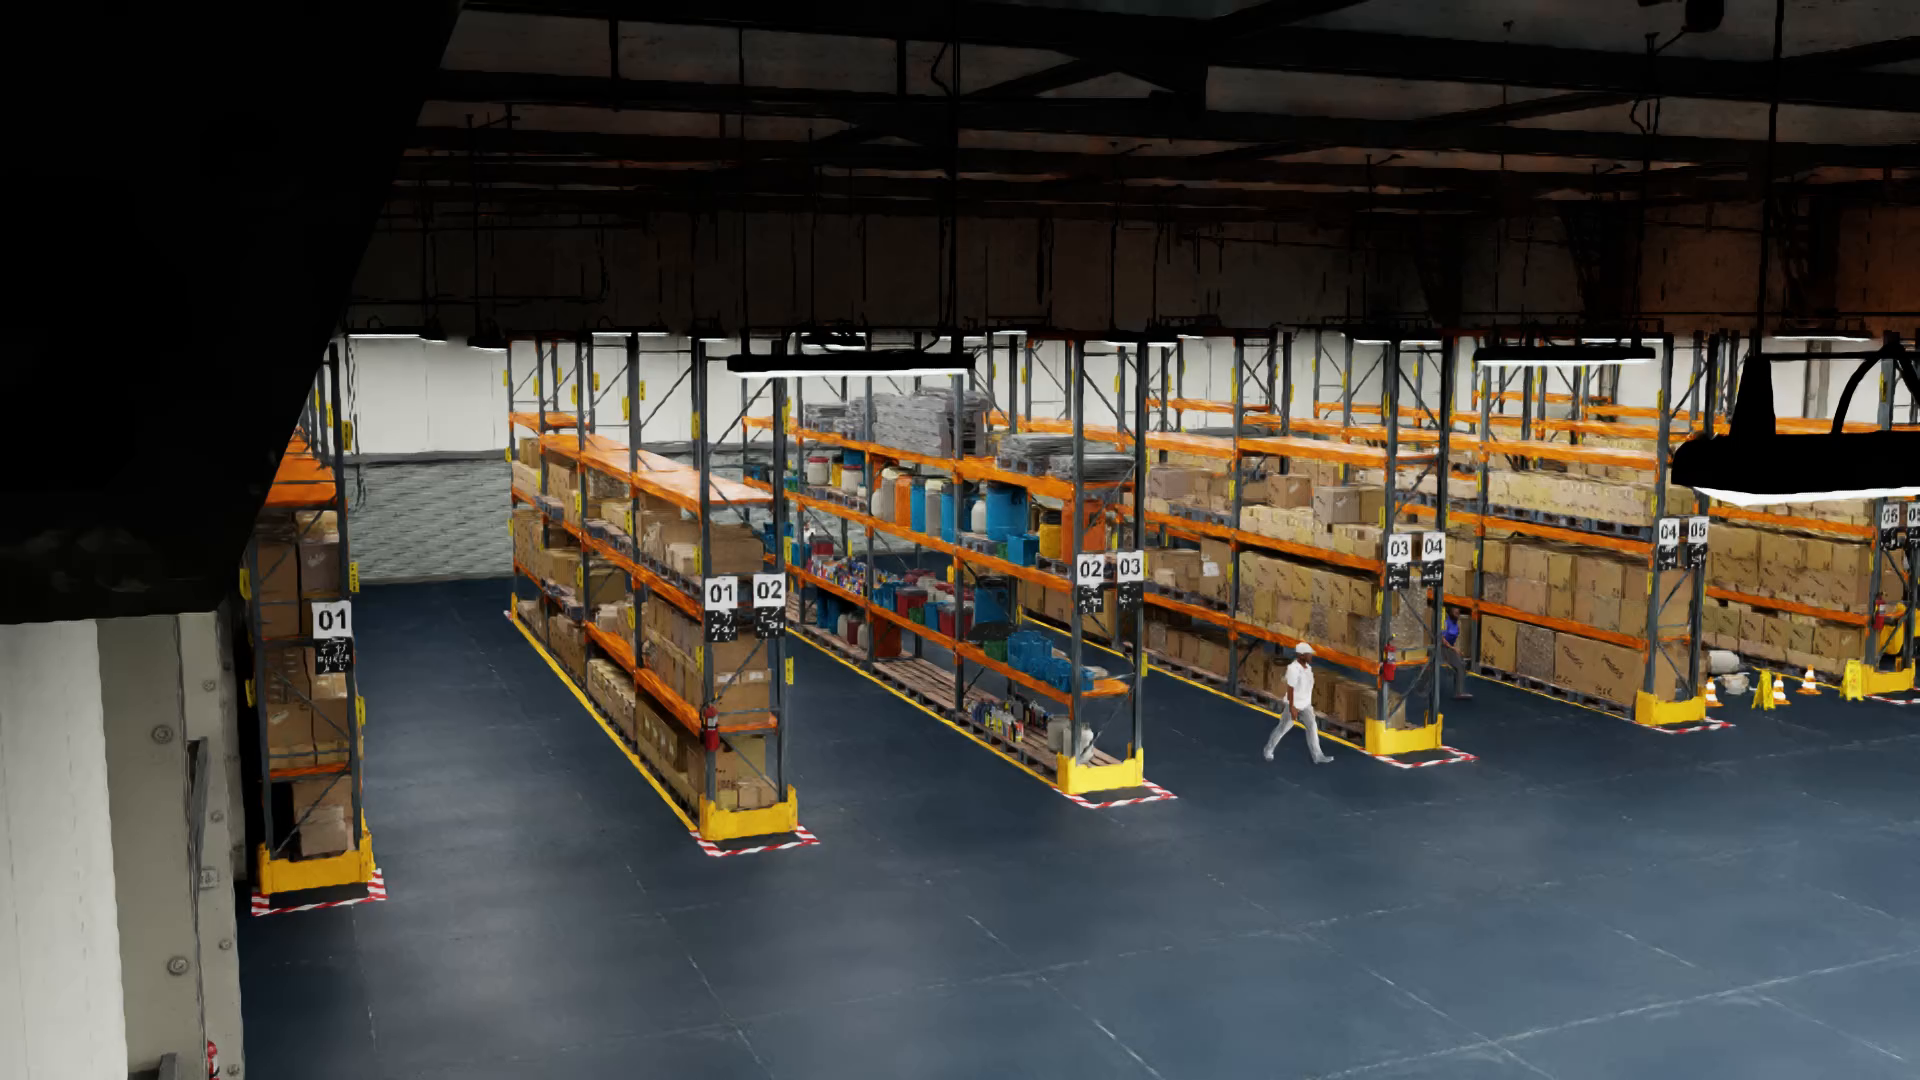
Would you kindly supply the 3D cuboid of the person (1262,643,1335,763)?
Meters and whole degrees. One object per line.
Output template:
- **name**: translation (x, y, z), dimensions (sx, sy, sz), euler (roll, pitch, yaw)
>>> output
- **person**: translation (4.760, 2.299, 23.412), dimensions (0.939, 1.739, 0.596), euler (7, 10, 41)

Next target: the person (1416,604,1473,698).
- **person**: translation (7.997, 1.821, 27.423), dimensions (0.621, 1.574, 0.828), euler (-6, 10, -39)

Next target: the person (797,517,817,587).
- **person**: translation (-3.548, 0.250, 38.757), dimensions (0.502, 1.625, 0.997), euler (-3, 8, -24)
